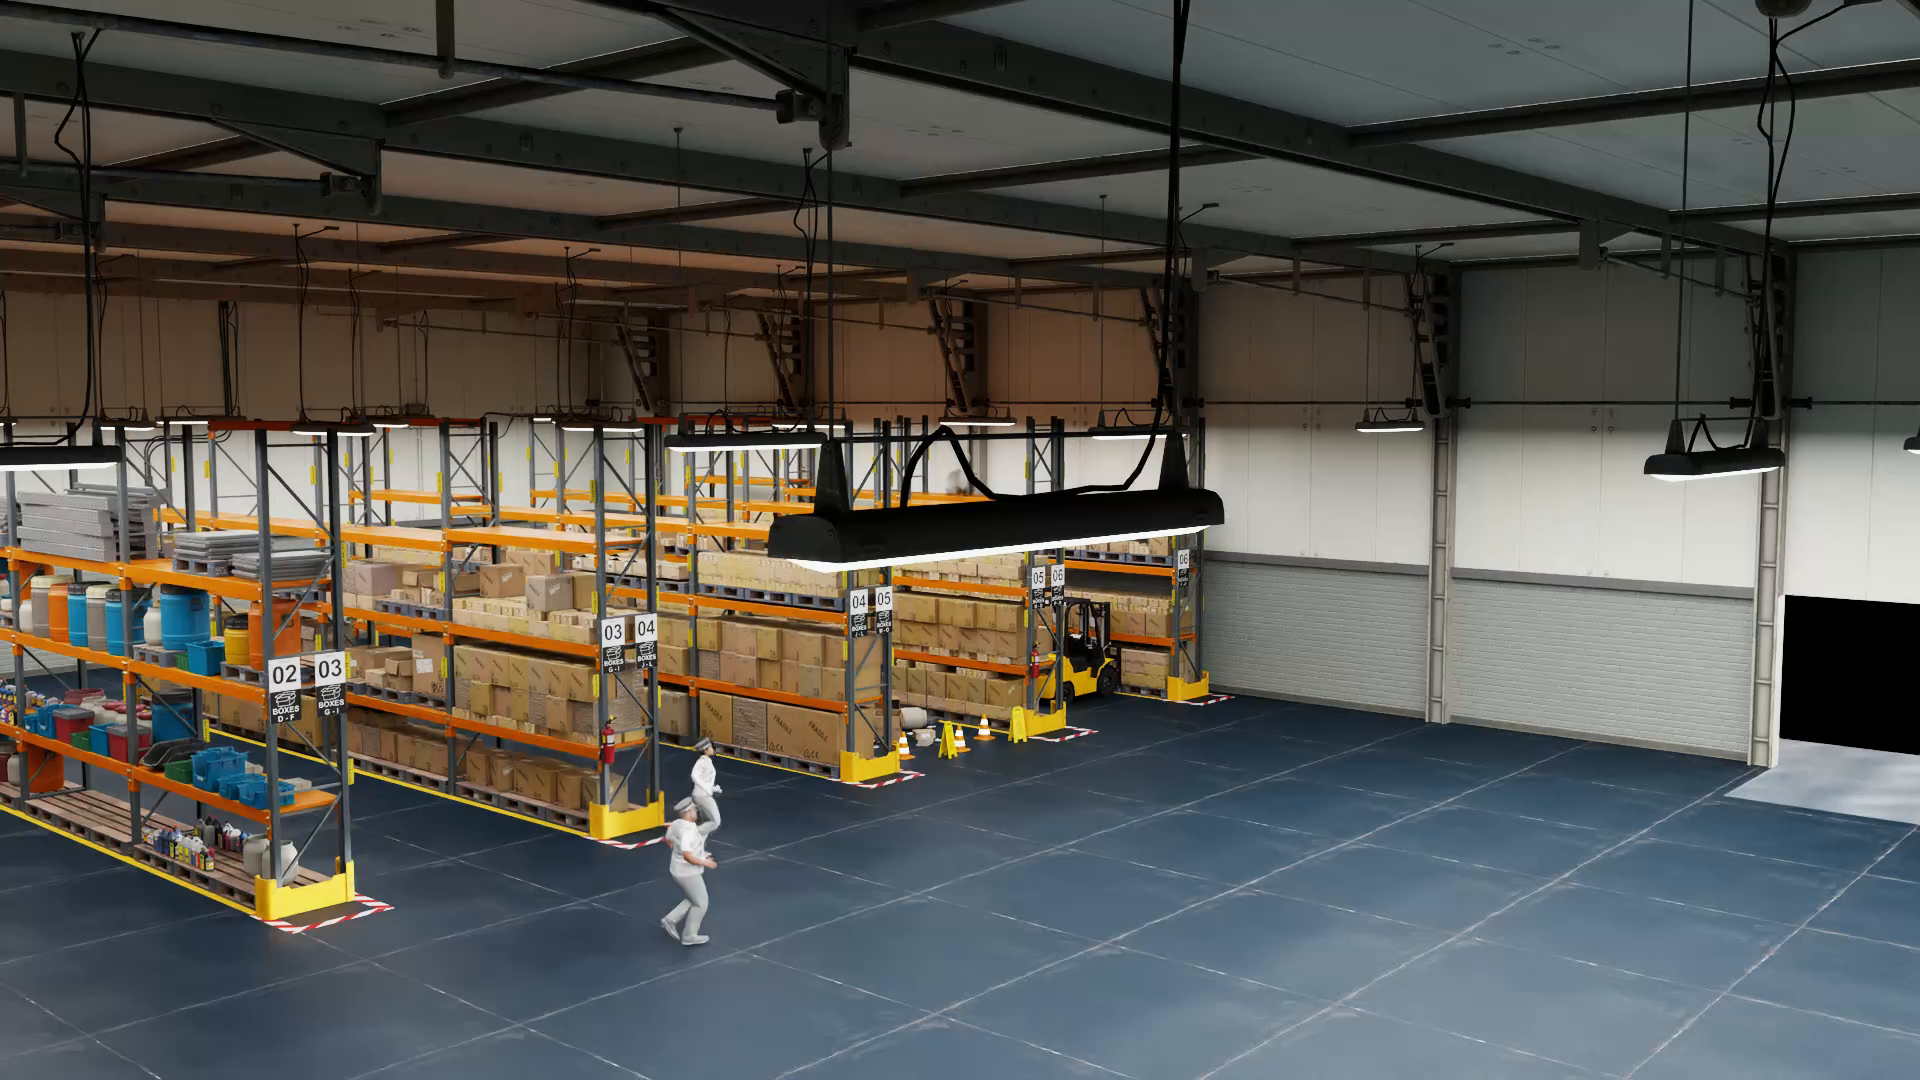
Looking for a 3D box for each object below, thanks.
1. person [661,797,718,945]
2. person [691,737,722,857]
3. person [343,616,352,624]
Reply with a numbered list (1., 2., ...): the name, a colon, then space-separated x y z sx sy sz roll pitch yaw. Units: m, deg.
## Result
1. person: -3.171 3.850 19.377 0.607 1.739 0.686 -2 5 -24
2. person: -3.596 3.588 23.292 0.526 1.610 0.662 -1 5 -13
3. person: -14.497 2.236 39.398 0.594 1.645 0.494 2 5 22
